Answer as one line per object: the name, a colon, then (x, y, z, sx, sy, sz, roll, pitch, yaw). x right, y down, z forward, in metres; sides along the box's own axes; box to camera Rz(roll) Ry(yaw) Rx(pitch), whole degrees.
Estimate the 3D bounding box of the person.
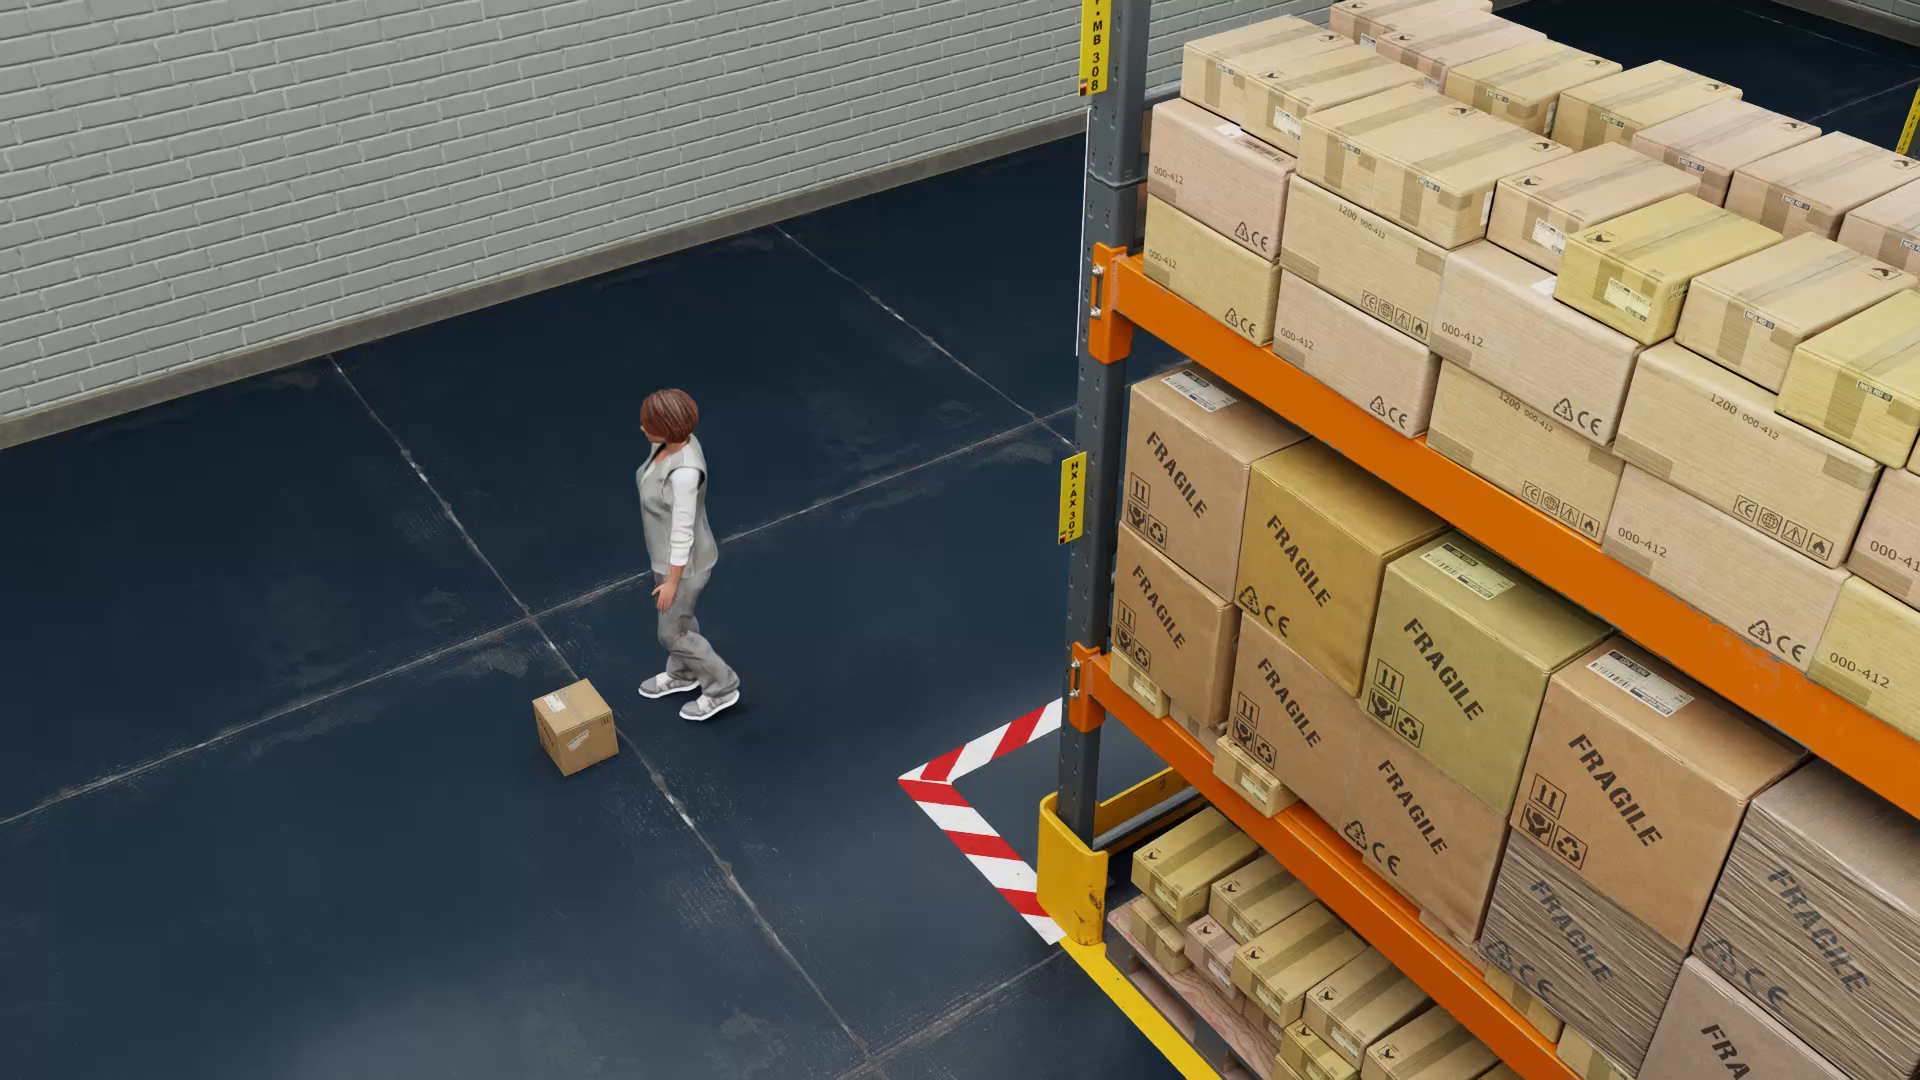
person: (-1.273, 0.110, 6.876, 0.376, 1.635, 0.448, -19, 41, -24)
